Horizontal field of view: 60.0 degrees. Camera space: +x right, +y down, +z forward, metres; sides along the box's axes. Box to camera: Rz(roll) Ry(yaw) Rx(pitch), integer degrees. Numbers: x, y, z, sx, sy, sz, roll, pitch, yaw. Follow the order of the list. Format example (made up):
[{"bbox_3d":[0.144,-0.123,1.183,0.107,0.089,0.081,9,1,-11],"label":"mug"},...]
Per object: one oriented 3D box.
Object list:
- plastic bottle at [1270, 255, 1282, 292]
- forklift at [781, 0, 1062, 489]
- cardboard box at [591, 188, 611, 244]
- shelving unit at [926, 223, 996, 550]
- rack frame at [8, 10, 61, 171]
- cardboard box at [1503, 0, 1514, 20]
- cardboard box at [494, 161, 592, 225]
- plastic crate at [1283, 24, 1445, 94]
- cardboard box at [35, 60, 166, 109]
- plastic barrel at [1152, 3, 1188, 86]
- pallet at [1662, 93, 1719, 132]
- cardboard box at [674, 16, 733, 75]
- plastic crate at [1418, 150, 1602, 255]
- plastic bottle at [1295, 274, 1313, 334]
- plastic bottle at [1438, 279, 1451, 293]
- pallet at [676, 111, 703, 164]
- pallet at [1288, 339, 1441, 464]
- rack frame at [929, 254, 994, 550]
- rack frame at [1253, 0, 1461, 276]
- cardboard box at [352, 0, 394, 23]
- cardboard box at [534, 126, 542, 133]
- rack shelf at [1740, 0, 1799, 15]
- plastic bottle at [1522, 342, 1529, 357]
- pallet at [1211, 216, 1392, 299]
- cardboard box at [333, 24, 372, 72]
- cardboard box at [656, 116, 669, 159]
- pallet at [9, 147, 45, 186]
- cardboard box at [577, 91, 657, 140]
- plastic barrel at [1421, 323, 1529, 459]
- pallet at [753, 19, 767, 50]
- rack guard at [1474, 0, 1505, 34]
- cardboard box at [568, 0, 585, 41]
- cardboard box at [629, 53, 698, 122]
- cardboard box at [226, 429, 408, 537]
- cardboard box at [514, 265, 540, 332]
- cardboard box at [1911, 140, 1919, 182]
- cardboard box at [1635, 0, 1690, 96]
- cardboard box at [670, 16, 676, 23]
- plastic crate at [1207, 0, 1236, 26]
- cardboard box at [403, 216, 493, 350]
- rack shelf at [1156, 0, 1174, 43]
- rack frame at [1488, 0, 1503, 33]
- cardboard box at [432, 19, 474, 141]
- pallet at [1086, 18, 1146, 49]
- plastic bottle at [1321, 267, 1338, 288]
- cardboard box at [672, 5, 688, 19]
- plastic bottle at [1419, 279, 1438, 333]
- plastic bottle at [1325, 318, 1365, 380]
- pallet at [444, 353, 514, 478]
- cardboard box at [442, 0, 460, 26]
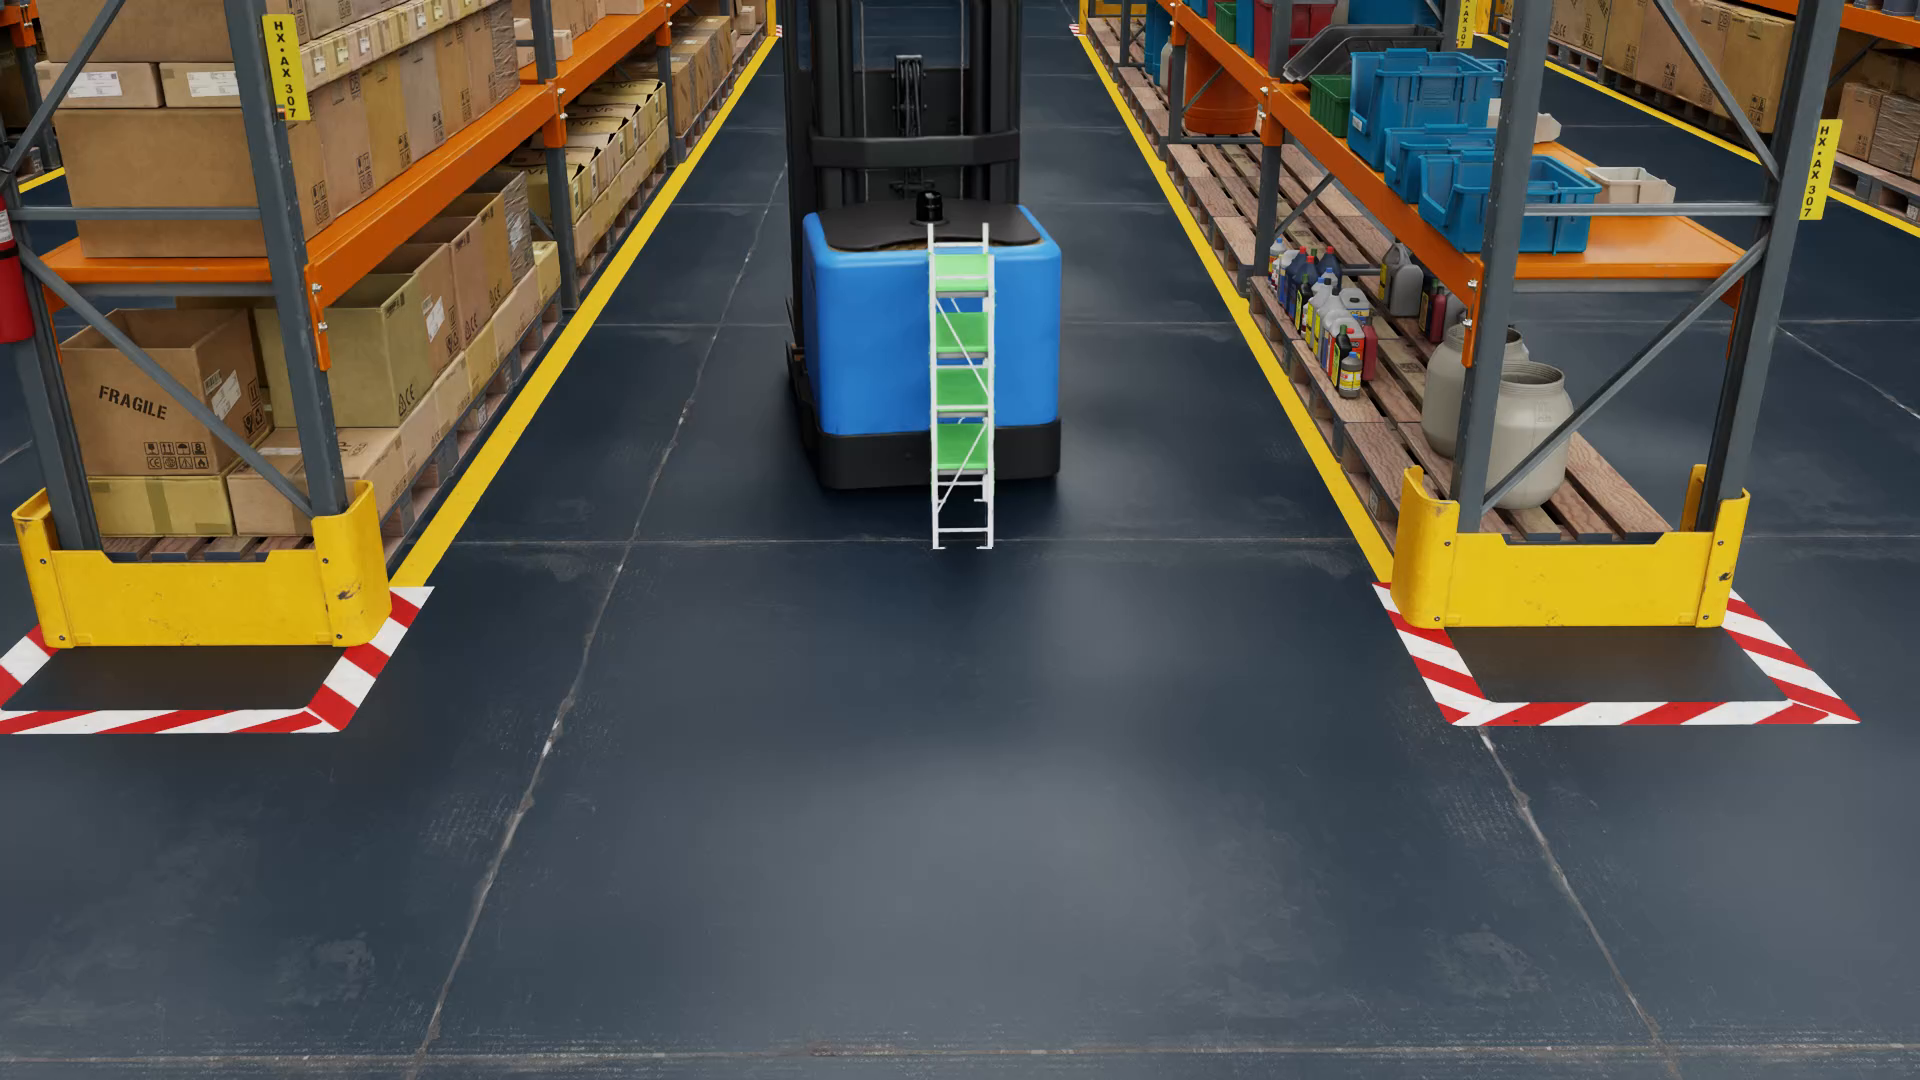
[{"bbox_3d":[1.784,-1.486,9.257,0.097,0.201,0.097,0,24,0],"label":"plastic bottle"},{"bbox_3d":[-0.302,-2.128,7.899,1.130,2.935,3.031,-4,25,-8],"label":"forklift"},{"bbox_3d":[-2.496,-2.031,10.428,0.500,0.250,0.500,0,24,1],"label":"cardboard box"},{"bbox_3d":[0.002,-0.611,6.644,0.258,1.200,0.503,-1,24,-1],"label":"shelving unit"},{"bbox_3d":[-7.732,-4.339,12.704,1.000,3.000,0.127,0,24,-1],"label":"rack frame"},{"bbox_3d":[7.127,-6.662,19.910,0.875,0.875,0.875,0,24,-1],"label":"cardboard box"},{"bbox_3d":[-2.490,-2.080,9.856,0.500,0.311,0.500,0,24,0],"label":"cardboard box"},{"bbox_3d":[2.097,-2.491,8.693,0.767,0.338,0.504,0,24,-1],"label":"plastic crate"},{"bbox_3d":[-2.886,-1.564,5.660,0.380,0.149,0.250,-1,24,-1],"label":"cardboard box"},{"bbox_3d":[2.128,-4.751,15.652,0.600,0.901,0.708,0,24,-1],"label":"plastic barrel"},{"bbox_3d":[7.184,-3.962,15.254,1.003,0.211,1.213,0,24,-1],"label":"pallet"},{"bbox_3d":[-2.530,-4.871,16.379,0.500,0.500,0.500,0,24,-1],"label":"cardboard box"},{"bbox_3d":[1.957,-1.224,5.998,0.499,0.251,0.616,0,24,-1],"label":"plastic crate"},{"bbox_3d":[1.774,-1.218,8.565,0.061,0.283,0.133,1,24,2],"label":"plastic bottle"},{"bbox_3d":[2.519,-1.253,8.561,0.144,0.351,0.185,0,24,-1],"label":"plastic bottle"},{"bbox_3d":[-2.749,-3.400,14.012,1.003,0.211,1.213,0,24,-1],"label":"pallet"},{"bbox_3d":[2.200,-0.684,8.006,1.003,0.211,1.213,0,24,-1],"label":"pallet"},{"bbox_3d":[0.009,-0.511,6.422,0.240,1.200,0.015,-1,24,-1],"label":"rack frame"},{"bbox_3d":[2.218,-2.736,9.158,1.000,3.000,0.127,0,24,-1],"label":"rack frame"},{"bbox_3d":[-2.702,-2.342,6.592,0.700,0.500,0.500,0,24,0],"label":"cardboard box"},{"bbox_3d":[-3.043,-2.702,11.230,0.500,0.311,0.500,-1,24,-1],"label":"cardboard box"},{"bbox_3d":[7.105,-4.902,14.822,1.077,0.370,4.000,0,24,-1],"label":"rack shelf"},{"bbox_3d":[2.554,-0.793,7.641,0.097,0.271,0.097,0,24,0],"label":"plastic bottle"},{"bbox_3d":[2.171,-1.788,10.448,1.003,0.211,1.213,0,24,-1],"label":"pallet"},{"bbox_3d":[-2.488,-1.886,6.371,0.380,0.149,0.250,-1,24,-1],"label":"cardboard box"},{"bbox_3d":[-2.529,-3.086,12.760,0.500,0.250,0.500,0,24,1],"label":"cardboard box"},{"bbox_3d":[-7.725,-2.747,12.567,1.003,0.211,1.213,0,24,-1],"label":"pallet"},{"bbox_3d":[-2.514,-3.128,12.173,0.500,0.311,0.500,-1,24,-1],"label":"cardboard box"},{"bbox_3d":[2.173,-0.622,6.996,0.421,0.512,0.421,0,24,0],"label":"plastic barrel"},{"bbox_3d":[-2.855,-6.029,19.825,1.003,0.211,1.213,0,24,-1],"label":"pallet"},{"bbox_3d":[7.040,-6.574,20.678,1.175,0.500,0.348,0,24,-1],"label":"rack guard"},{"bbox_3d":[-2.738,-3.500,10.728,0.500,0.500,0.500,0,24,0],"label":"cardboard box"},{"bbox_3d":[-2.509,-3.829,14.076,0.500,0.500,0.500,-1,24,-2],"label":"cardboard box"},{"bbox_3d":[-2.475,-0.227,6.439,0.500,0.250,0.500,0,24,-1],"label":"cardboard box"},{"bbox_3d":[-2.516,-1.257,8.717,0.500,0.250,0.500,0,24,-1],"label":"cardboard box"},{"bbox_3d":[7.186,-2.730,11.645,0.700,0.500,0.500,2,24,4],"label":"cardboard box"},{"bbox_3d":[7.121,-4.646,15.451,1.225,0.875,0.875,-1,24,-2],"label":"cardboard box"},{"bbox_3d":[-3.061,-4.872,16.383,0.500,0.500,0.500,-1,24,-3],"label":"cardboard box"},{"bbox_3d":[1.886,-3.746,11.314,0.402,0.464,0.583,0,24,-1],"label":"plastic crate"},{"bbox_3d":[-2.488,-1.187,7.651,0.500,0.500,0.500,0,24,-1],"label":"cardboard box"},{"bbox_3d":[2.153,-4.880,14.773,1.077,0.370,4.000,0,24,-1],"label":"rack shelf"},{"bbox_3d":[7.040,-7.703,20.141,1.000,3.000,0.127,0,24,-1],"label":"rack frame"},{"bbox_3d":[-2.710,-2.154,7.750,0.700,0.500,0.500,0,24,0],"label":"cardboard box"},{"bbox_3d":[2.057,-6.070,19.914,1.003,0.211,1.213,0,24,-1],"label":"pallet"},{"bbox_3d":[1.934,-1.299,8.760,0.097,0.271,0.097,0,24,0],"label":"plastic bottle"},{"bbox_3d":[-3.112,-5.306,17.342,0.500,0.500,0.500,0,24,-1],"label":"cardboard box"},{"bbox_3d":[2.417,-1.211,8.550,0.061,0.283,0.133,0,24,-1],"label":"plastic bottle"},{"bbox_3d":[1.828,-0.906,7.883,0.152,0.276,0.135,0,24,0],"label":"plastic bottle"},{"bbox_3d":[-2.752,-0.612,7.848,1.003,0.211,1.213,0,24,-1],"label":"pallet"},{"bbox_3d":[-2.505,-2.422,7.556,0.380,0.149,0.250,0,24,1],"label":"cardboard box"}]
